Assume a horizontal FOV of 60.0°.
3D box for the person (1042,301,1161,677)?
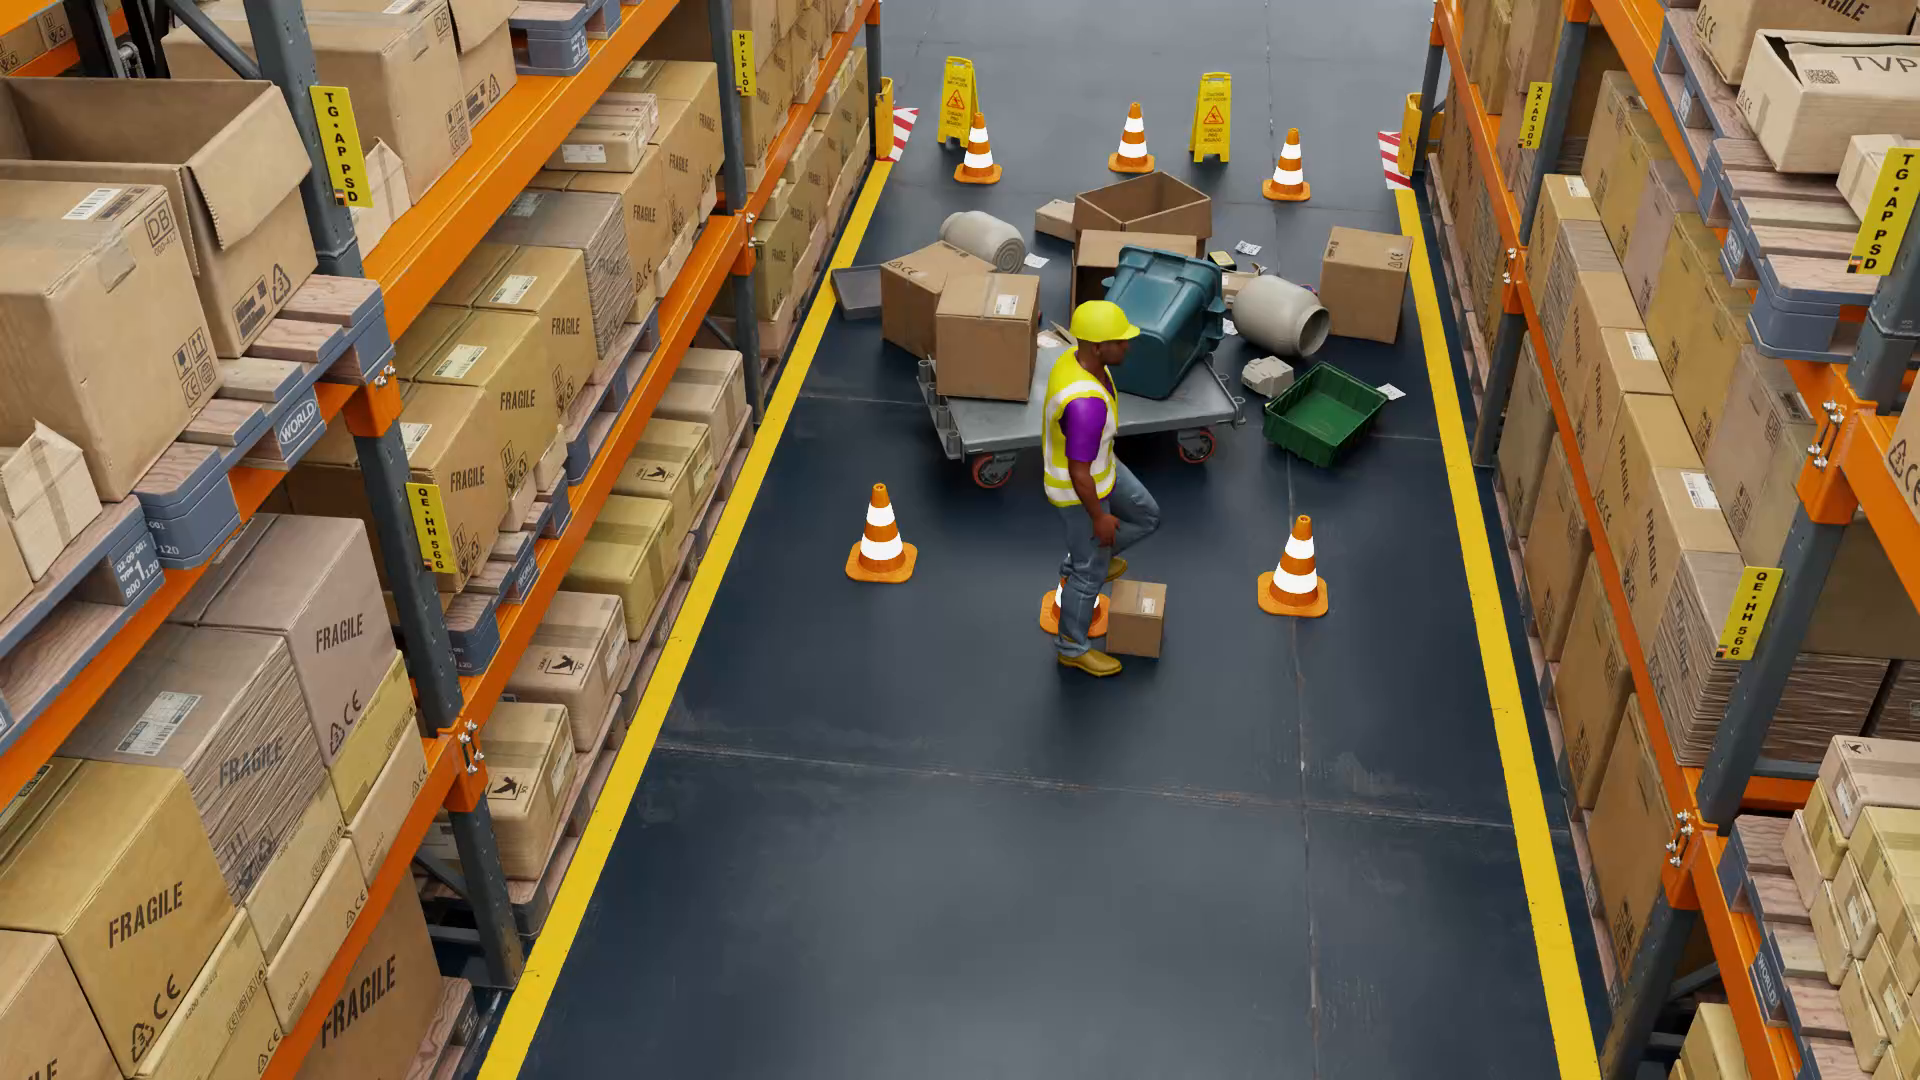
[{"bbox_3d":[0.630,-0.246,7.359,0.550,1.767,0.632,4,36,5],"label":"person"}]
